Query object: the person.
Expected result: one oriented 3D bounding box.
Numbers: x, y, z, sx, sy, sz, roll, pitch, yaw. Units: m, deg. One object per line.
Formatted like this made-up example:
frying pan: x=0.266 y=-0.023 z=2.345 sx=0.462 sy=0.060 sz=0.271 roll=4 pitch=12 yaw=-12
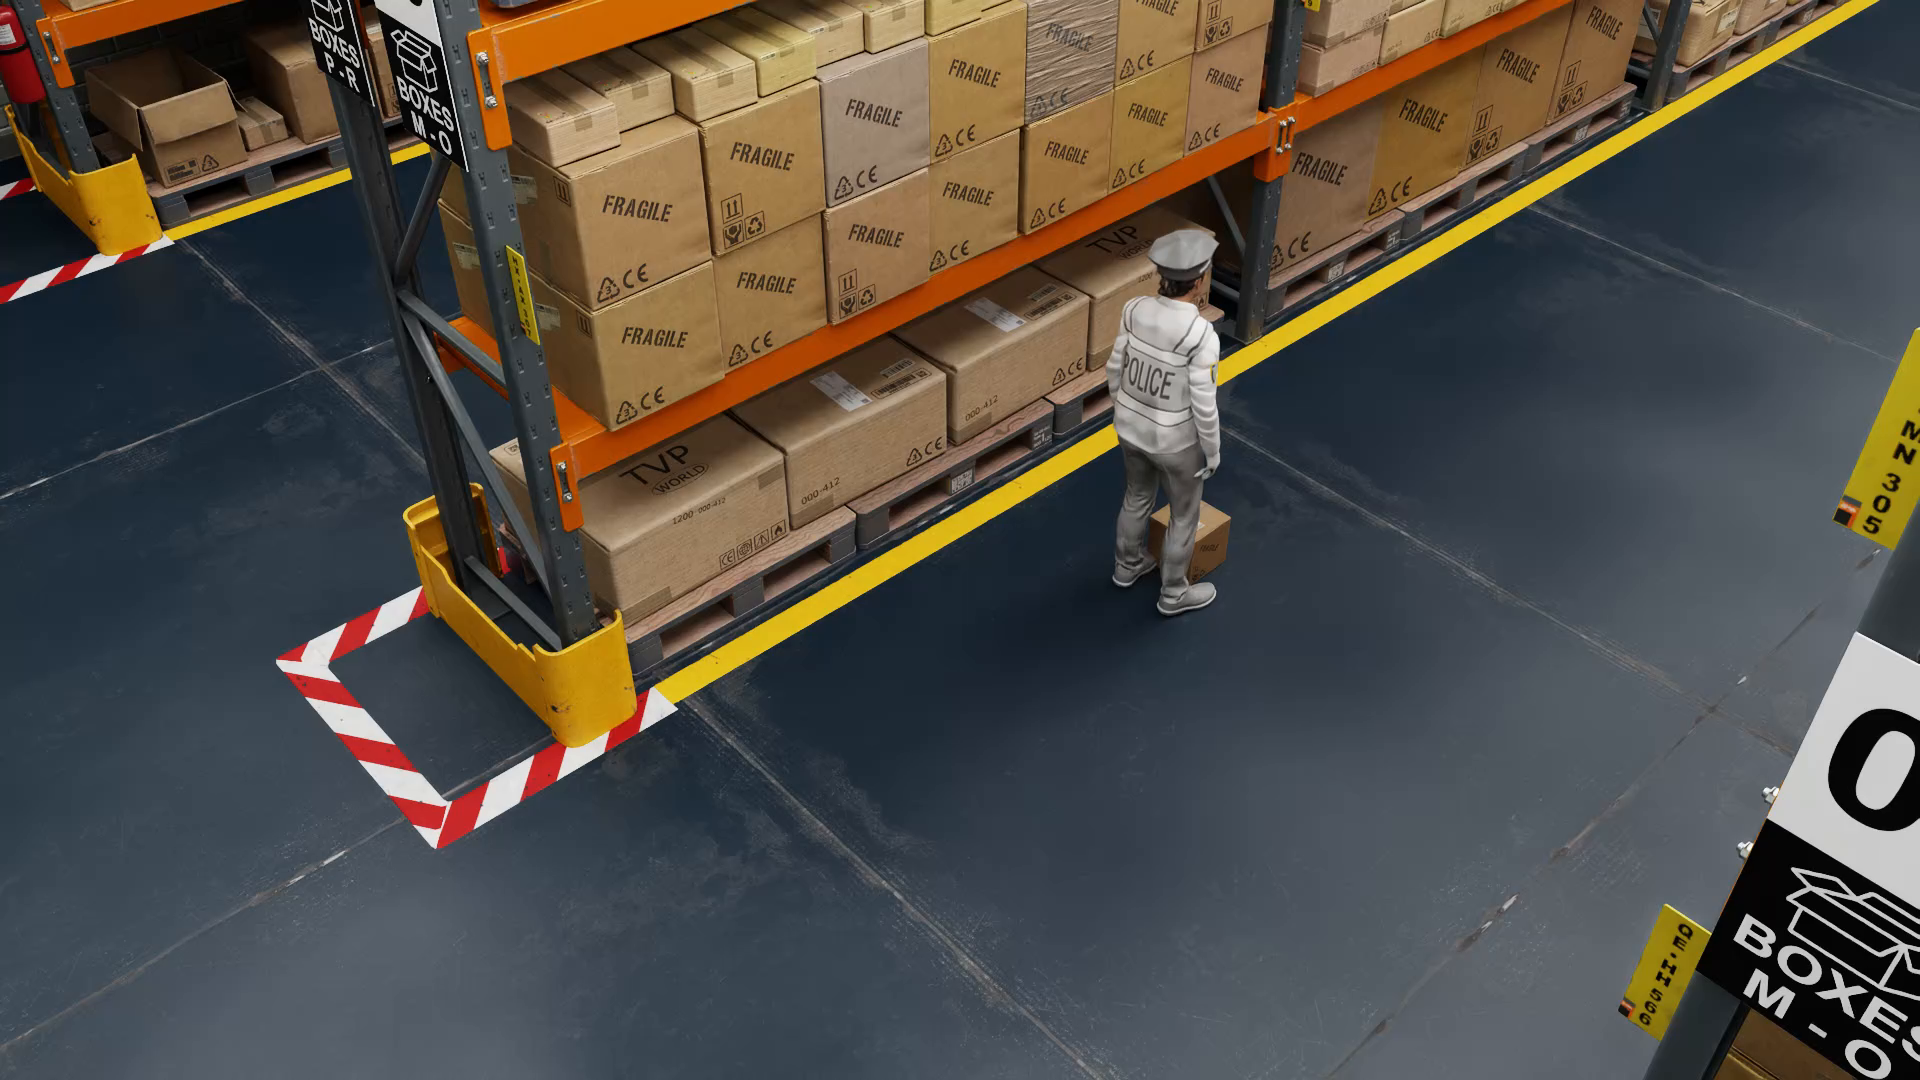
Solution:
person: x=0.818 y=-0.437 z=6.674 sx=0.535 sy=1.662 sz=0.373 roll=32 pitch=50 yaw=32
